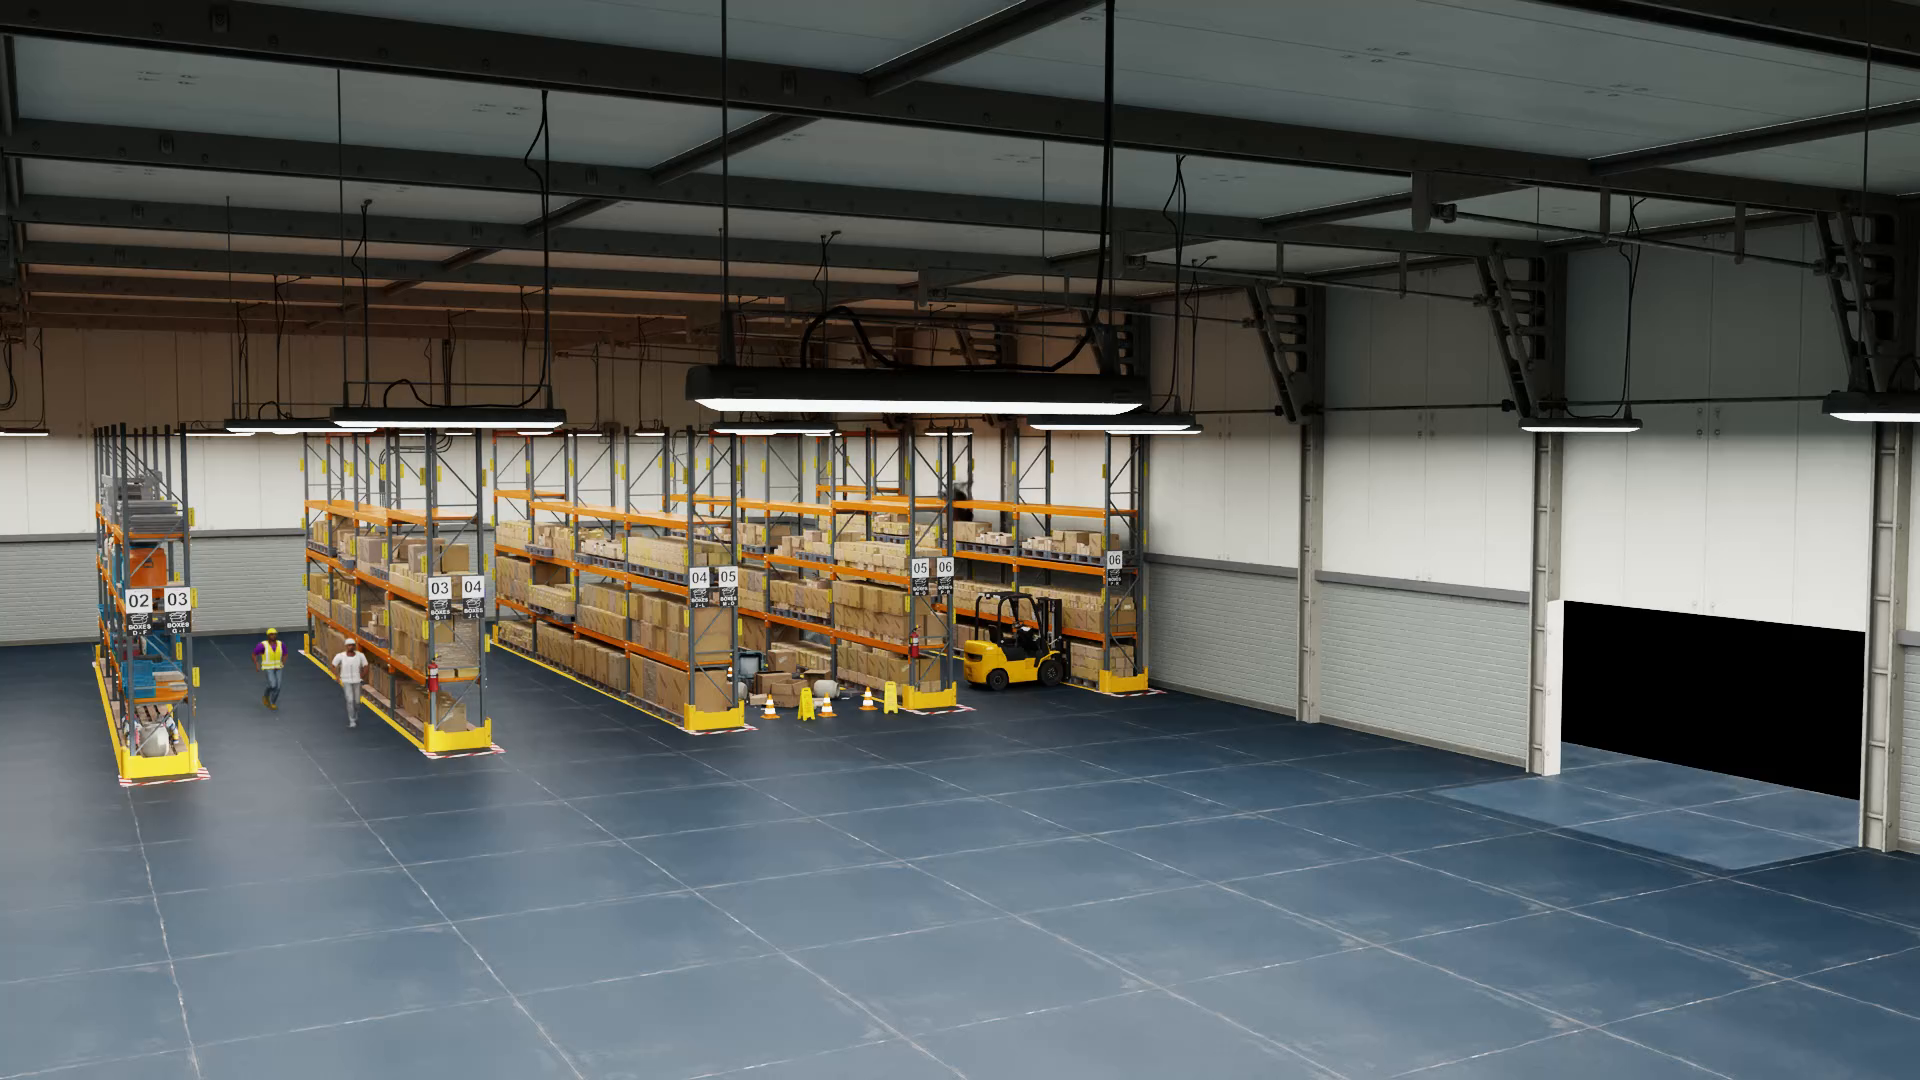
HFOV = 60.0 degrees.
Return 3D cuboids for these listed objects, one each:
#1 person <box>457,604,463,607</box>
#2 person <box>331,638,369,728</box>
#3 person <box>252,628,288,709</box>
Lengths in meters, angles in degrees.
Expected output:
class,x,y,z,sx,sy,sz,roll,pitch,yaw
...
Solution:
class,x,y,z,sx,sy,sz,roll,pitch,yaw
person,-13.934,2.104,46.681,0.617,1.634,0.676,0,3,3
person,-12.187,2.836,33.251,0.707,1.754,0.777,-2,4,-28
person,-14.513,2.724,35.132,0.690,1.721,0.597,-3,5,-44
